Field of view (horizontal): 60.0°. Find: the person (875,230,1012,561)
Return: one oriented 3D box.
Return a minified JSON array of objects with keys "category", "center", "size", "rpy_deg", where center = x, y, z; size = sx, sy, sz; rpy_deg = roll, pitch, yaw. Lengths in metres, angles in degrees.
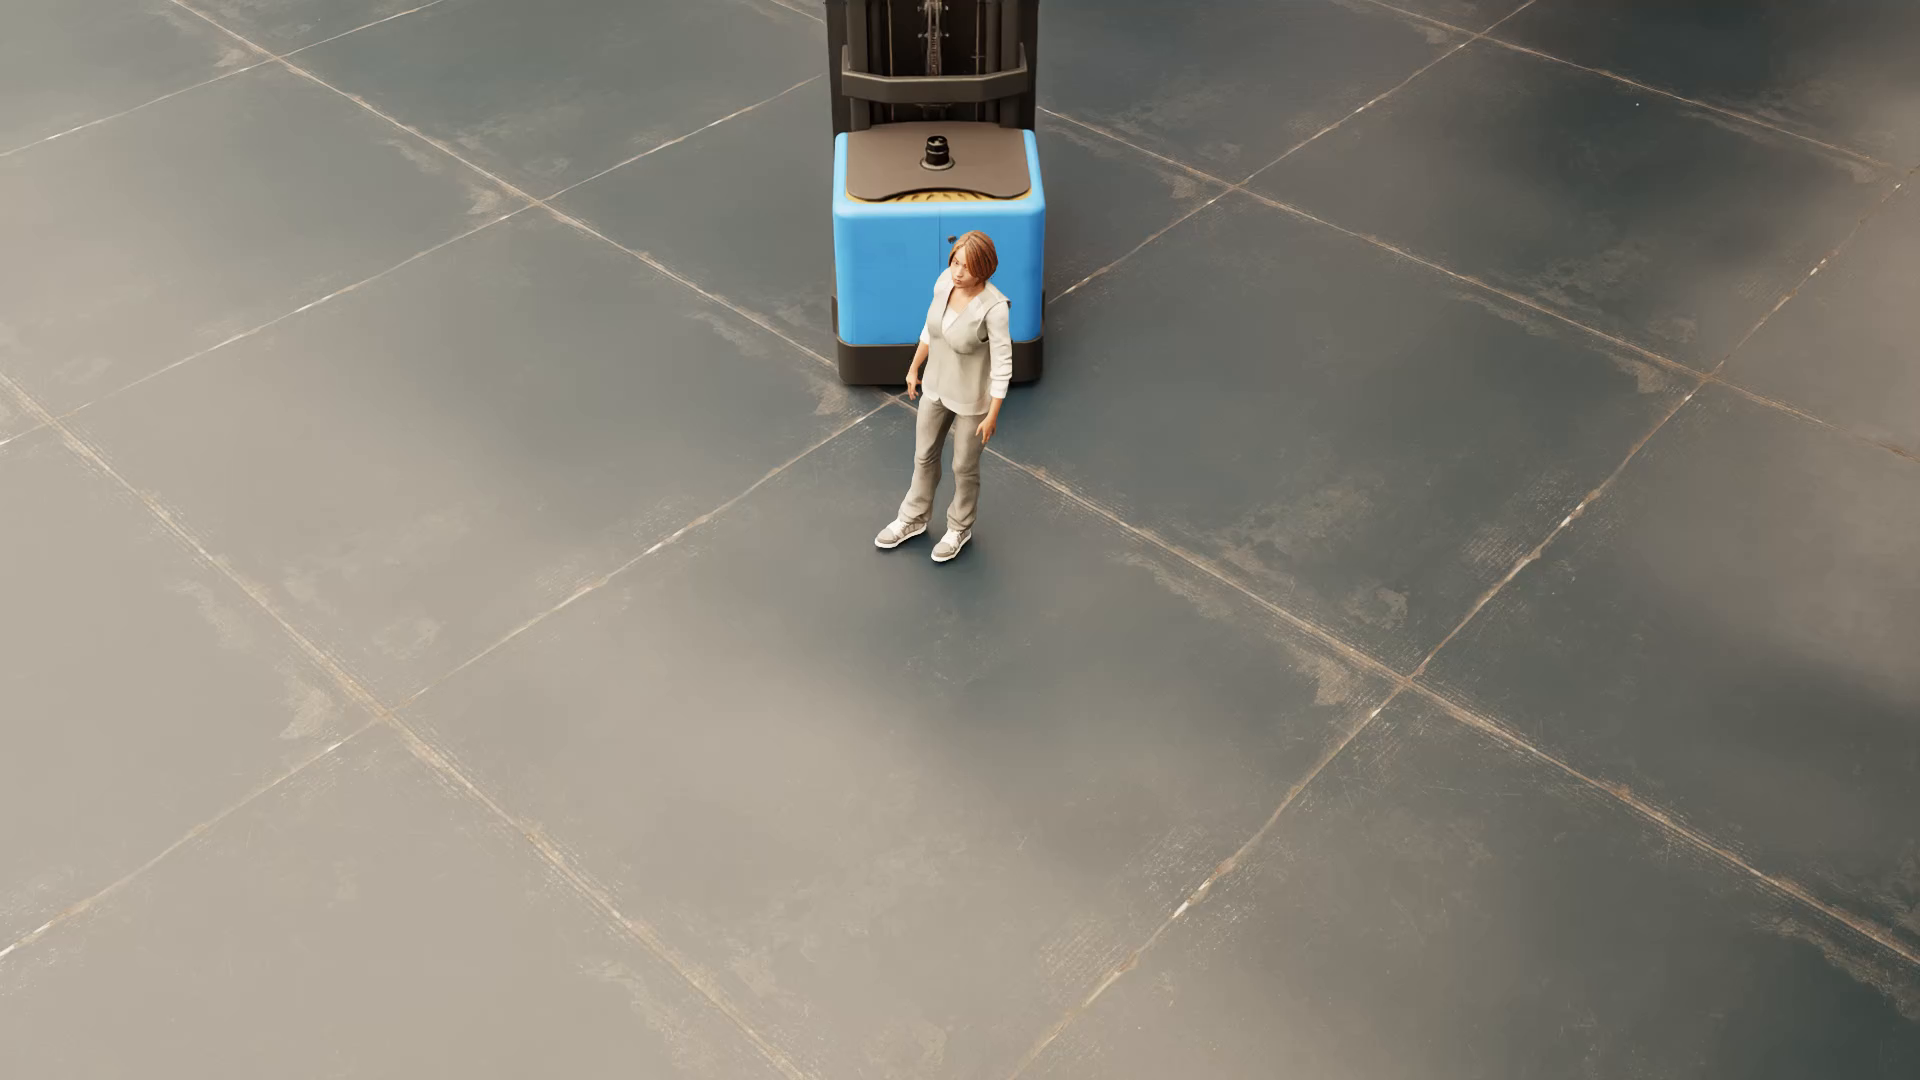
[{"category":"person","center":[-0.060,-0.582,7.120],"size":[0.521,1.596,0.475],"rpy_deg":[31,49,31]}]

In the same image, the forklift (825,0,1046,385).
[{"category":"forklift","center":[-0.152,-2.843,8.743],"size":[1.130,2.935,3.031],"rpy_deg":[-1,41,-2]}]
